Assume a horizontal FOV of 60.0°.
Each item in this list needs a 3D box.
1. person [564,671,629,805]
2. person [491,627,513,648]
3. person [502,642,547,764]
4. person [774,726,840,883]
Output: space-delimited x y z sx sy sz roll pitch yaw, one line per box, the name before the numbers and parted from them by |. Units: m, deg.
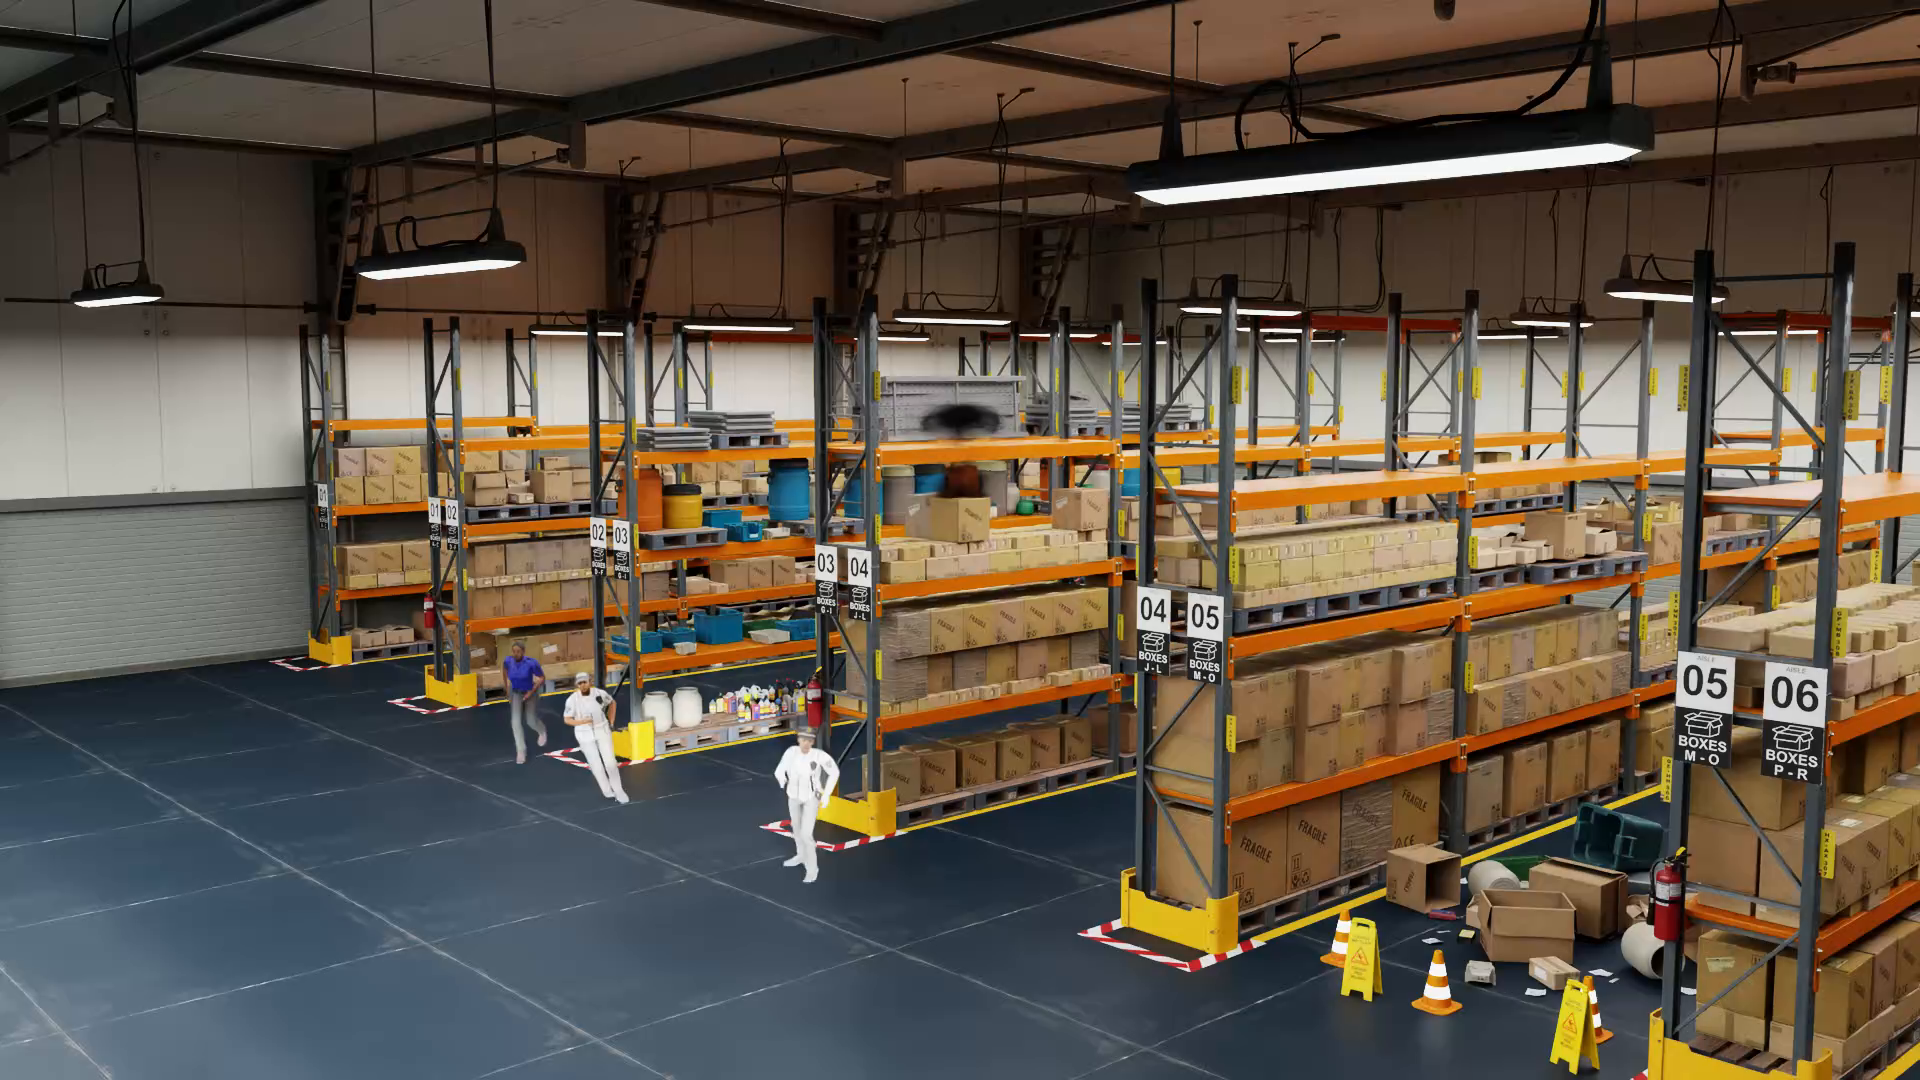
person | -4.360 2.361 19.916 0.736 1.629 0.639 -1 6 -12
person | -7.939 1.384 29.013 0.687 1.724 0.680 5 8 40
person | -5.842 2.126 22.402 0.621 1.619 0.962 1 6 9
person | -1.609 2.663 17.074 0.685 1.614 0.785 2 6 23
